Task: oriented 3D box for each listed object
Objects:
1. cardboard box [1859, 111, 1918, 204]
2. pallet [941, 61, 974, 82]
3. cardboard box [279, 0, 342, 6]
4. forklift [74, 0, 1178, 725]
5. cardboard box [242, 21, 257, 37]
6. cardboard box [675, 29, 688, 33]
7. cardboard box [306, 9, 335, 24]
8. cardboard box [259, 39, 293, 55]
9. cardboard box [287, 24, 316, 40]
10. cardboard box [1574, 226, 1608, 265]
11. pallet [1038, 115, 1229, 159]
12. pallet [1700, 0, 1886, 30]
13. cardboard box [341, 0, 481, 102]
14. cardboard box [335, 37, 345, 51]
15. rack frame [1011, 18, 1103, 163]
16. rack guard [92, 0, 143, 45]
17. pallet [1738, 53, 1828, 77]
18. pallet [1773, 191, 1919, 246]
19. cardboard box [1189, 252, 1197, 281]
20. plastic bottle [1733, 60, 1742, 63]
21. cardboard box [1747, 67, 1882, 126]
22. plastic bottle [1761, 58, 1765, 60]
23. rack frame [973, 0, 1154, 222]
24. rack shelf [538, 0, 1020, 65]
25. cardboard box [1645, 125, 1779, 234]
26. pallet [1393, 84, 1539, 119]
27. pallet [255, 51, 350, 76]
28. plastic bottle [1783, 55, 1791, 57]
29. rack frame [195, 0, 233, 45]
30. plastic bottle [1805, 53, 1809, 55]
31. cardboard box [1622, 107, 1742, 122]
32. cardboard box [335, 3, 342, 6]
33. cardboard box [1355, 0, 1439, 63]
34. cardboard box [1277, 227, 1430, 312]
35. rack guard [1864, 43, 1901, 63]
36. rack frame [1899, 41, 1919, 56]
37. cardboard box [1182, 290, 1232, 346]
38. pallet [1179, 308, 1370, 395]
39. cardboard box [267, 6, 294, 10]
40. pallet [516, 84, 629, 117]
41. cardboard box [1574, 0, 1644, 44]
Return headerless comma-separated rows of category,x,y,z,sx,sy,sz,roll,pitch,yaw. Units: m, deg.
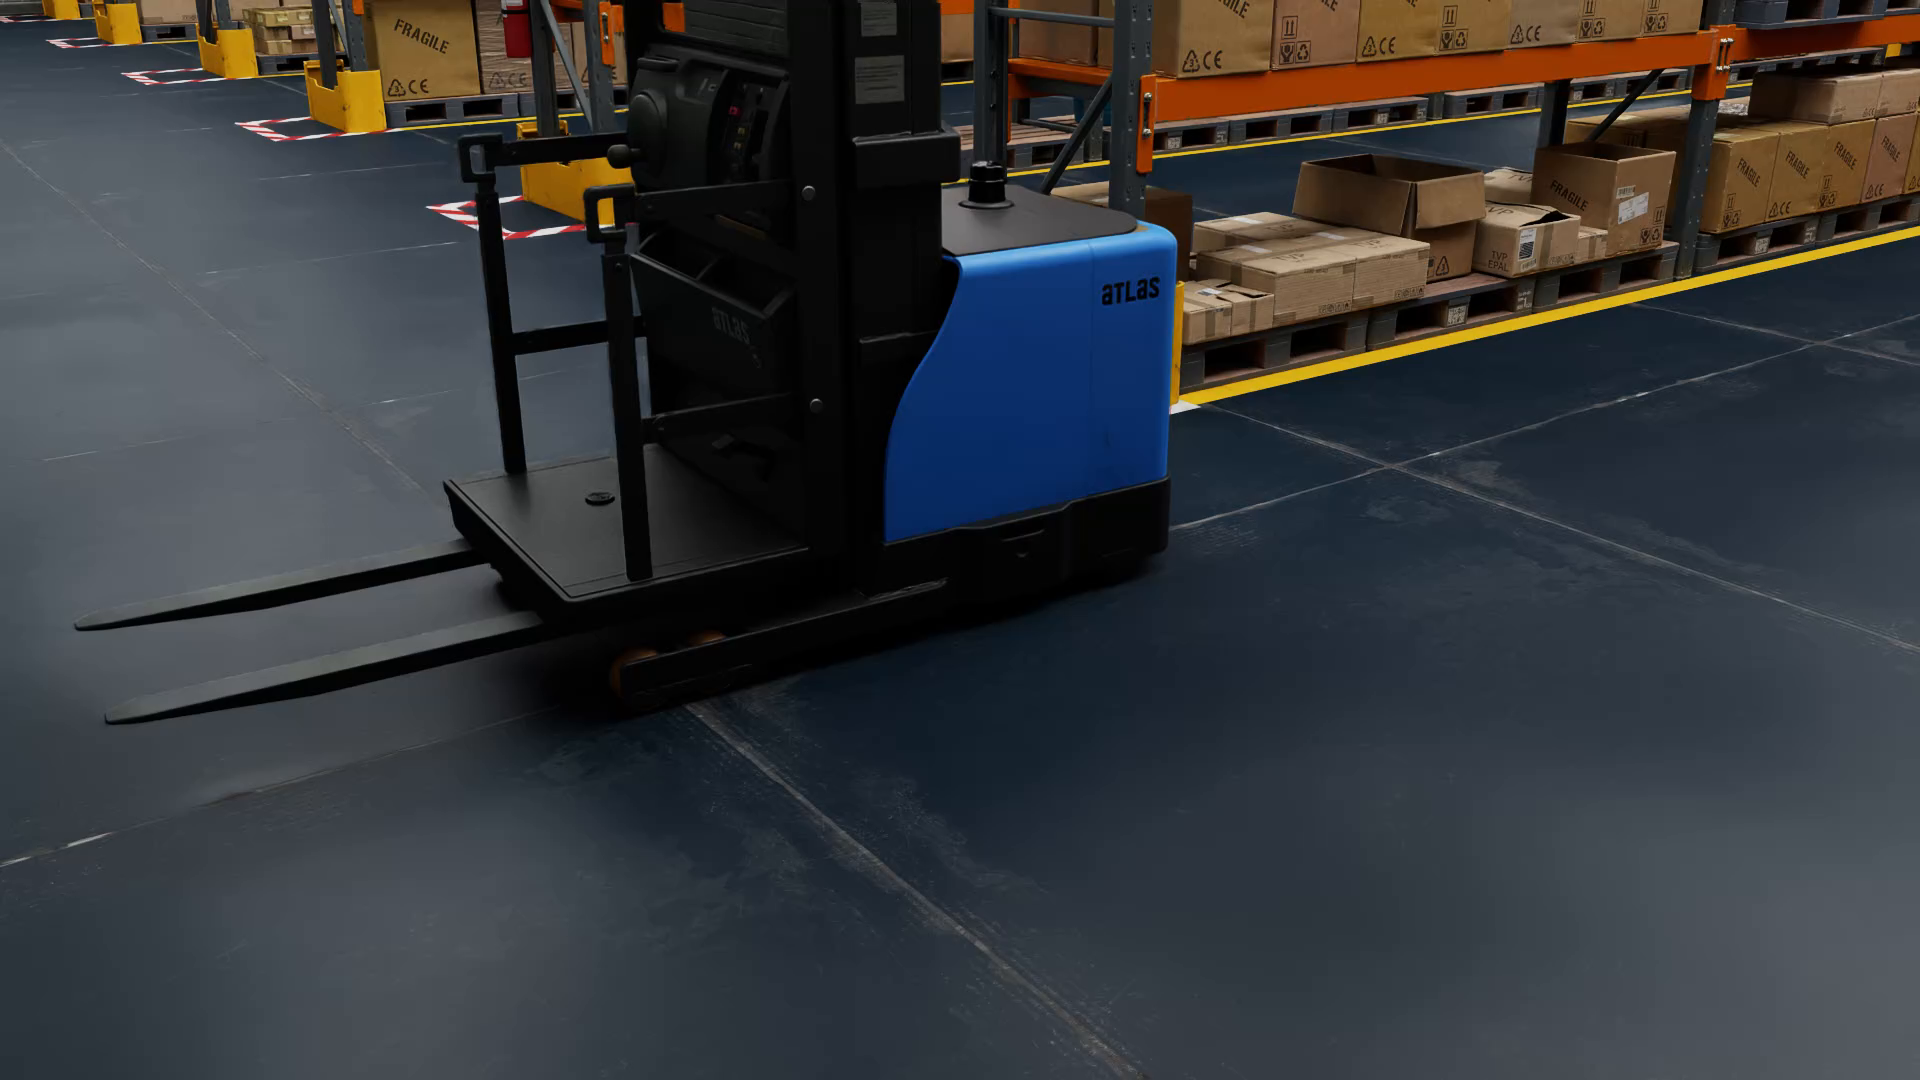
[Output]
cardboard box,5.425,-2.365,10.150,0.500,0.500,0.500,-16,27,-35
pallet,-0.566,-5.098,17.981,1.213,0.211,1.003,-15,26,-33
cardboard box,-9.226,-7.627,23.446,0.875,0.438,0.875,-16,27,-34
forklift,-0.862,-1.136,4.382,3.031,2.935,1.130,-13,25,-30
cardboard box,-7.940,-5.795,18.844,0.250,0.149,0.380,-16,27,-34
cardboard box,-2.722,-5.027,16.341,0.875,0.875,0.875,-15,26,-33
cardboard box,-7.145,-5.856,18.596,0.250,0.149,0.380,-15,26,-33
cardboard box,-7.589,-5.474,18.441,0.250,0.149,0.380,-14,26,-32
cardboard box,-7.371,-5.673,18.540,0.250,0.149,0.380,-15,26,-33
cardboard box,3.077,-1.529,8.528,0.250,0.149,0.380,-15,26,-33
pallet,1.404,-3.307,13.493,1.213,0.211,1.003,-15,26,-33
pallet,4.355,-3.008,9.239,1.213,0.211,1.003,-15,26,-33
cardboard box,-4.914,-4.443,14.877,0.875,0.875,0.875,-15,26,-33
cardboard box,-6.955,-5.633,18.841,0.250,0.149,0.380,-15,26,-32
rack frame,0.753,-4.448,12.589,0.127,3.000,1.000,-15,26,-33
rack guard,-11.194,-6.887,22.075,0.348,0.500,1.175,-15,26,-33
pallet,8.808,-5.282,18.444,1.213,0.211,1.003,-15,26,-33
pallet,5.272,-2.114,10.504,1.213,0.211,1.003,-15,26,-33
cardboard box,1.075,-1.232,7.759,0.250,0.166,0.380,-15,26,-33
plastic bottle,8.144,-5.203,17.463,0.185,0.351,0.144,-14,26,-31
cardboard box,4.990,-2.596,9.716,0.500,0.250,0.500,-15,26,-33
plastic bottle,8.541,-5.229,17.729,0.097,0.201,0.097,0,22,0
rack frame,0.396,-2.091,6.683,0.127,3.000,1.000,-15,26,-33
rack shelf,-0.870,-3.681,11.637,4.000,0.370,1.077,-15,26,-33
cardboard box,4.178,-2.031,9.313,0.500,0.500,0.500,-16,27,-35
pallet,4.651,-4.174,15.666,1.213,0.211,1.003,-15,26,-33
pallet,-7.459,-5.472,18.920,1.213,0.211,1.003,-15,26,-33
plastic bottle,8.926,-5.379,18.003,0.135,0.276,0.152,-16,27,-34
rack frame,-8.201,-6.586,17.948,0.127,3.000,1.000,-15,26,-33
plastic bottle,9.259,-5.420,18.208,0.097,0.201,0.097,0,22,0
cardboard box,4.282,-2.297,9.980,0.500,0.500,0.500,-15,26,-33
cardboard box,-7.113,-6.167,19.376,0.250,0.149,0.380,-14,26,-31
cardboard box,1.735,-2.375,7.260,0.500,0.500,0.500,-15,26,-33
cardboard box,1.815,-1.267,7.734,0.500,0.250,0.500,-15,26,-33
rack guard,10.460,-5.853,19.485,0.348,0.500,1.175,-15,26,-33
rack frame,6.890,-3.822,11.022,0.127,3.000,1.000,-15,26,-33
cardboard box,0.936,-0.958,7.097,0.250,0.149,0.380,-15,26,-33
pallet,1.104,-0.985,7.674,1.213,0.211,1.003,-15,26,-33
cardboard box,-7.682,-5.961,18.859,0.250,0.149,0.380,-14,26,-32
pallet,-3.794,-4.236,15.821,1.213,0.211,1.003,-15,26,-33
cardboard box,2.969,-2.706,8.089,0.500,0.500,0.500,-14,26,-31
